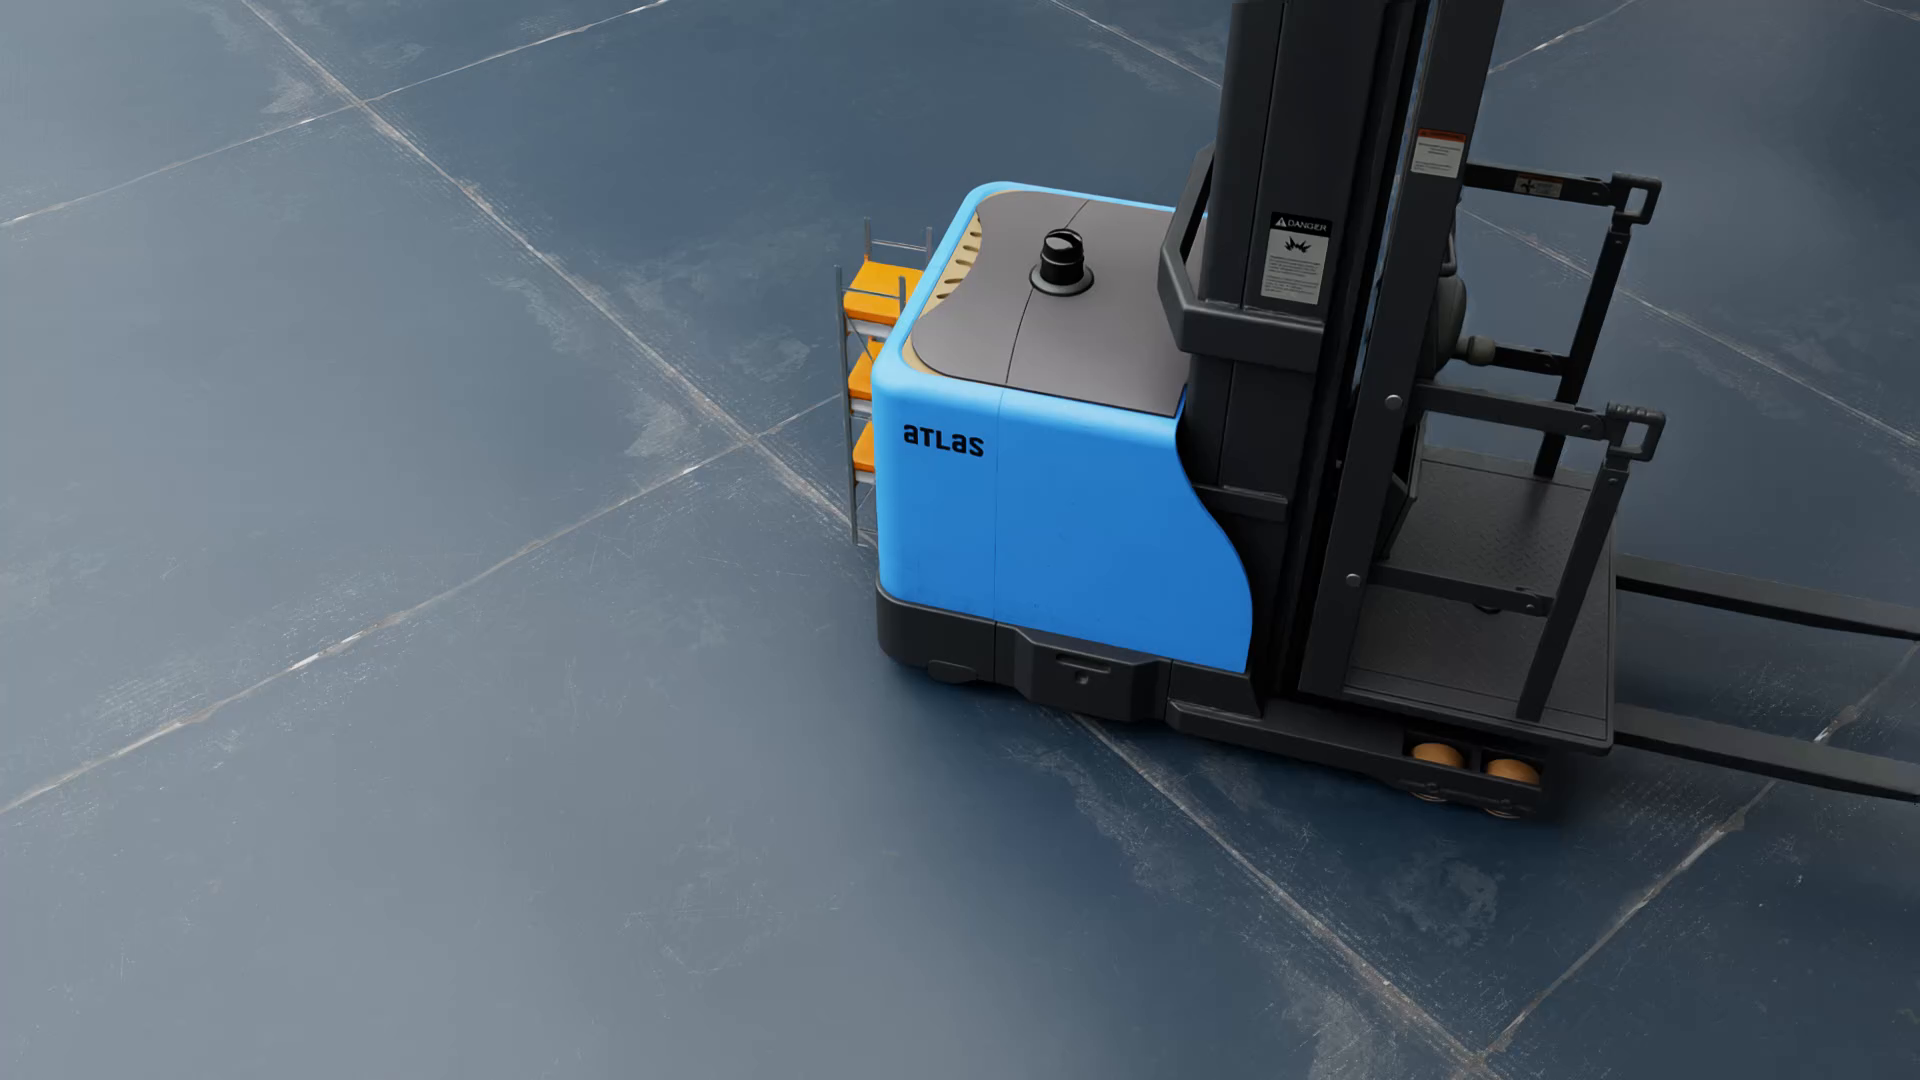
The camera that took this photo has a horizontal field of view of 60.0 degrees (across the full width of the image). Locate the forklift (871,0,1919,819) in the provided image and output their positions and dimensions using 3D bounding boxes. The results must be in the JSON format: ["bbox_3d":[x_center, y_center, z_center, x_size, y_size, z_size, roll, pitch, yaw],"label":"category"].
[{"bbox_3d":[1.336,-0.732,3.888,3.031,2.935,1.130,12,44,12],"label":"forklift"}]

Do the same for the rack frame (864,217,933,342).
[{"bbox_3d":[-0.173,-0.508,5.021,0.200,1.050,0.008,12,45,12],"label":"rack frame"}]

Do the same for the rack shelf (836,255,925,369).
[{"bbox_3d":[-0.208,-0.625,4.748,0.215,0.259,0.240,12,45,12],"label":"rack shelf"}]

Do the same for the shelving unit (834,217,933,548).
[{"bbox_3d":[-0.208,-0.427,4.936,0.215,1.050,0.252,12,45,12],"label":"shelving unit"}]

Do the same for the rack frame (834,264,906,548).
[{"bbox_3d":[-0.243,-0.346,4.852,0.200,1.050,0.008,12,45,12],"label":"rack frame"}]

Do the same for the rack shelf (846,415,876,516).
[{"bbox_3d":[-0.207,-0.218,5.136,0.215,0.259,0.240,12,45,12],"label":"rack shelf"}]

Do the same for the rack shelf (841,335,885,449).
[{"bbox_3d":[-0.208,-0.419,4.944,0.215,0.259,0.240,12,45,12],"label":"rack shelf"}]
